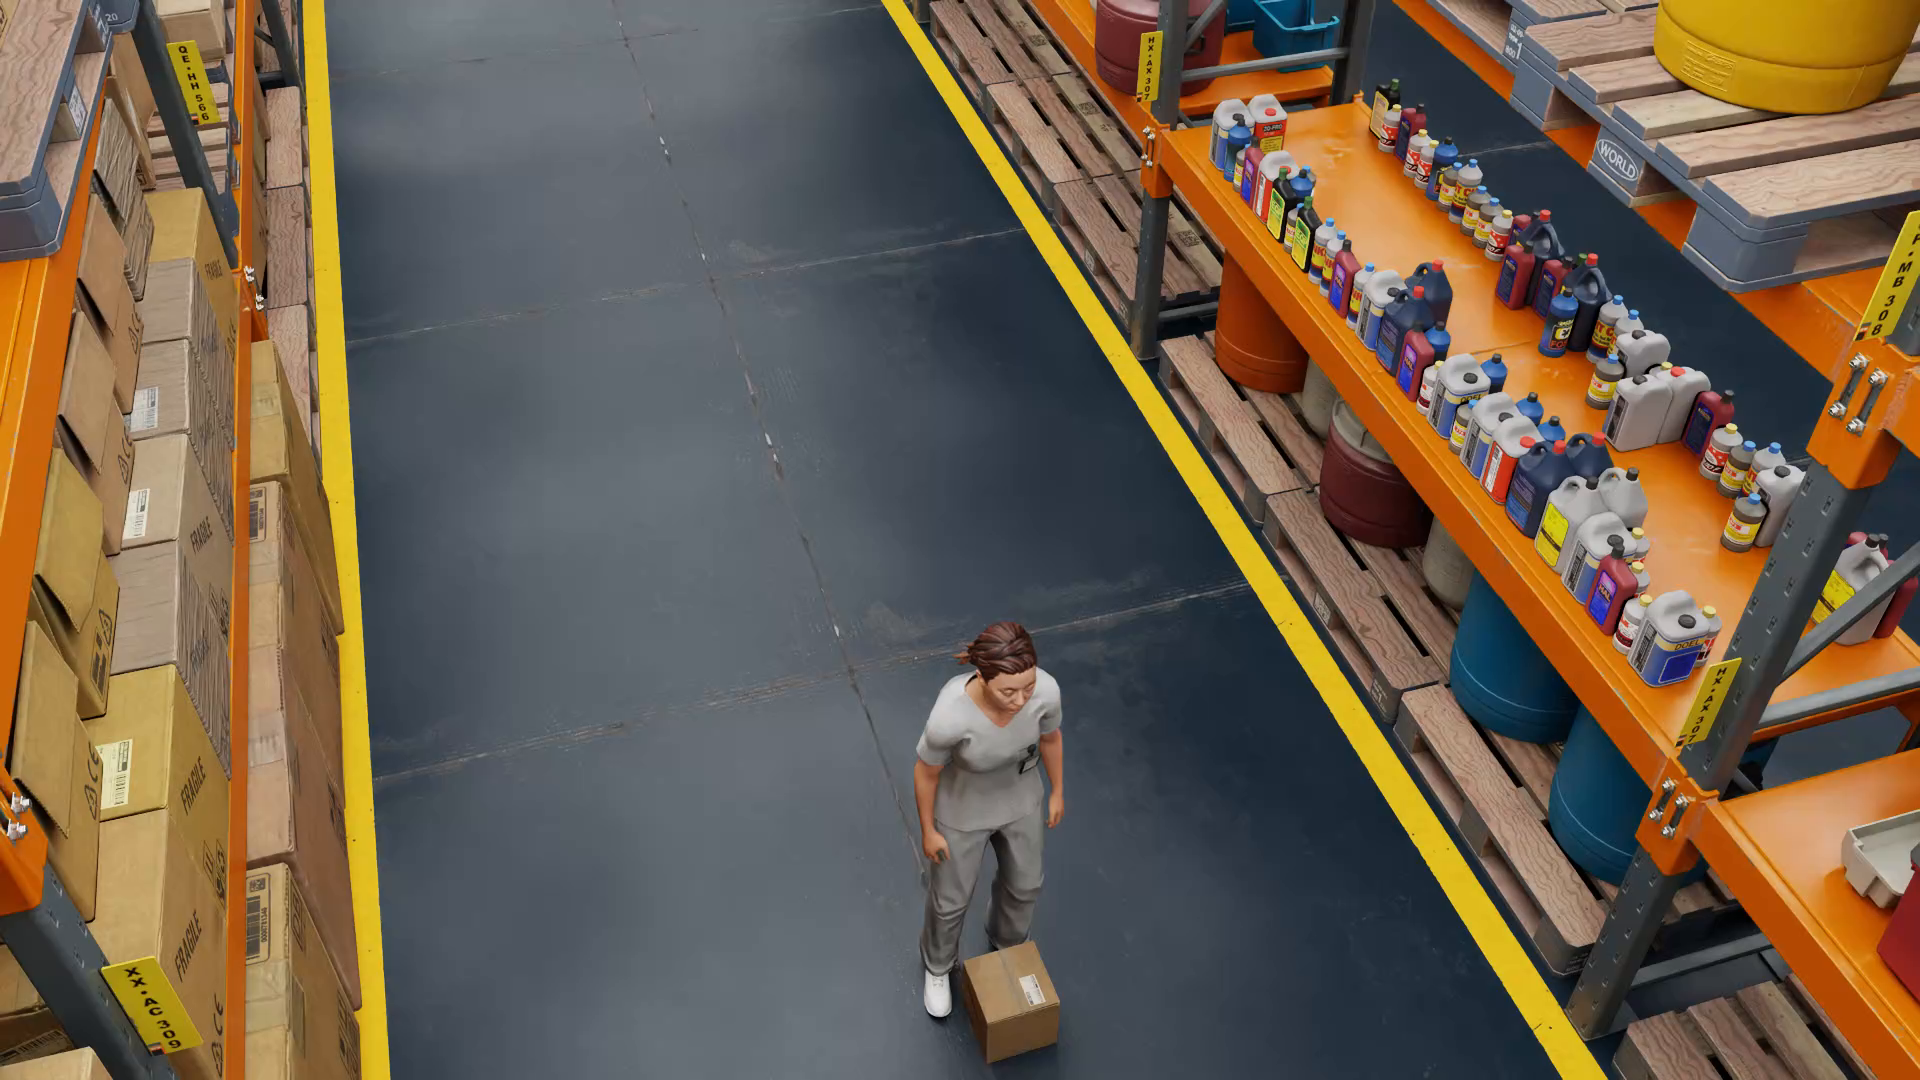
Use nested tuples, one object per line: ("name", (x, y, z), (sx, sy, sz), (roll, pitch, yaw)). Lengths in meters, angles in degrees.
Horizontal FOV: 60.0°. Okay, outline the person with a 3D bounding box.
("person", (0.089, 0.854, 5.226), (0.514, 1.672, 0.356), (-14, 44, -15))
